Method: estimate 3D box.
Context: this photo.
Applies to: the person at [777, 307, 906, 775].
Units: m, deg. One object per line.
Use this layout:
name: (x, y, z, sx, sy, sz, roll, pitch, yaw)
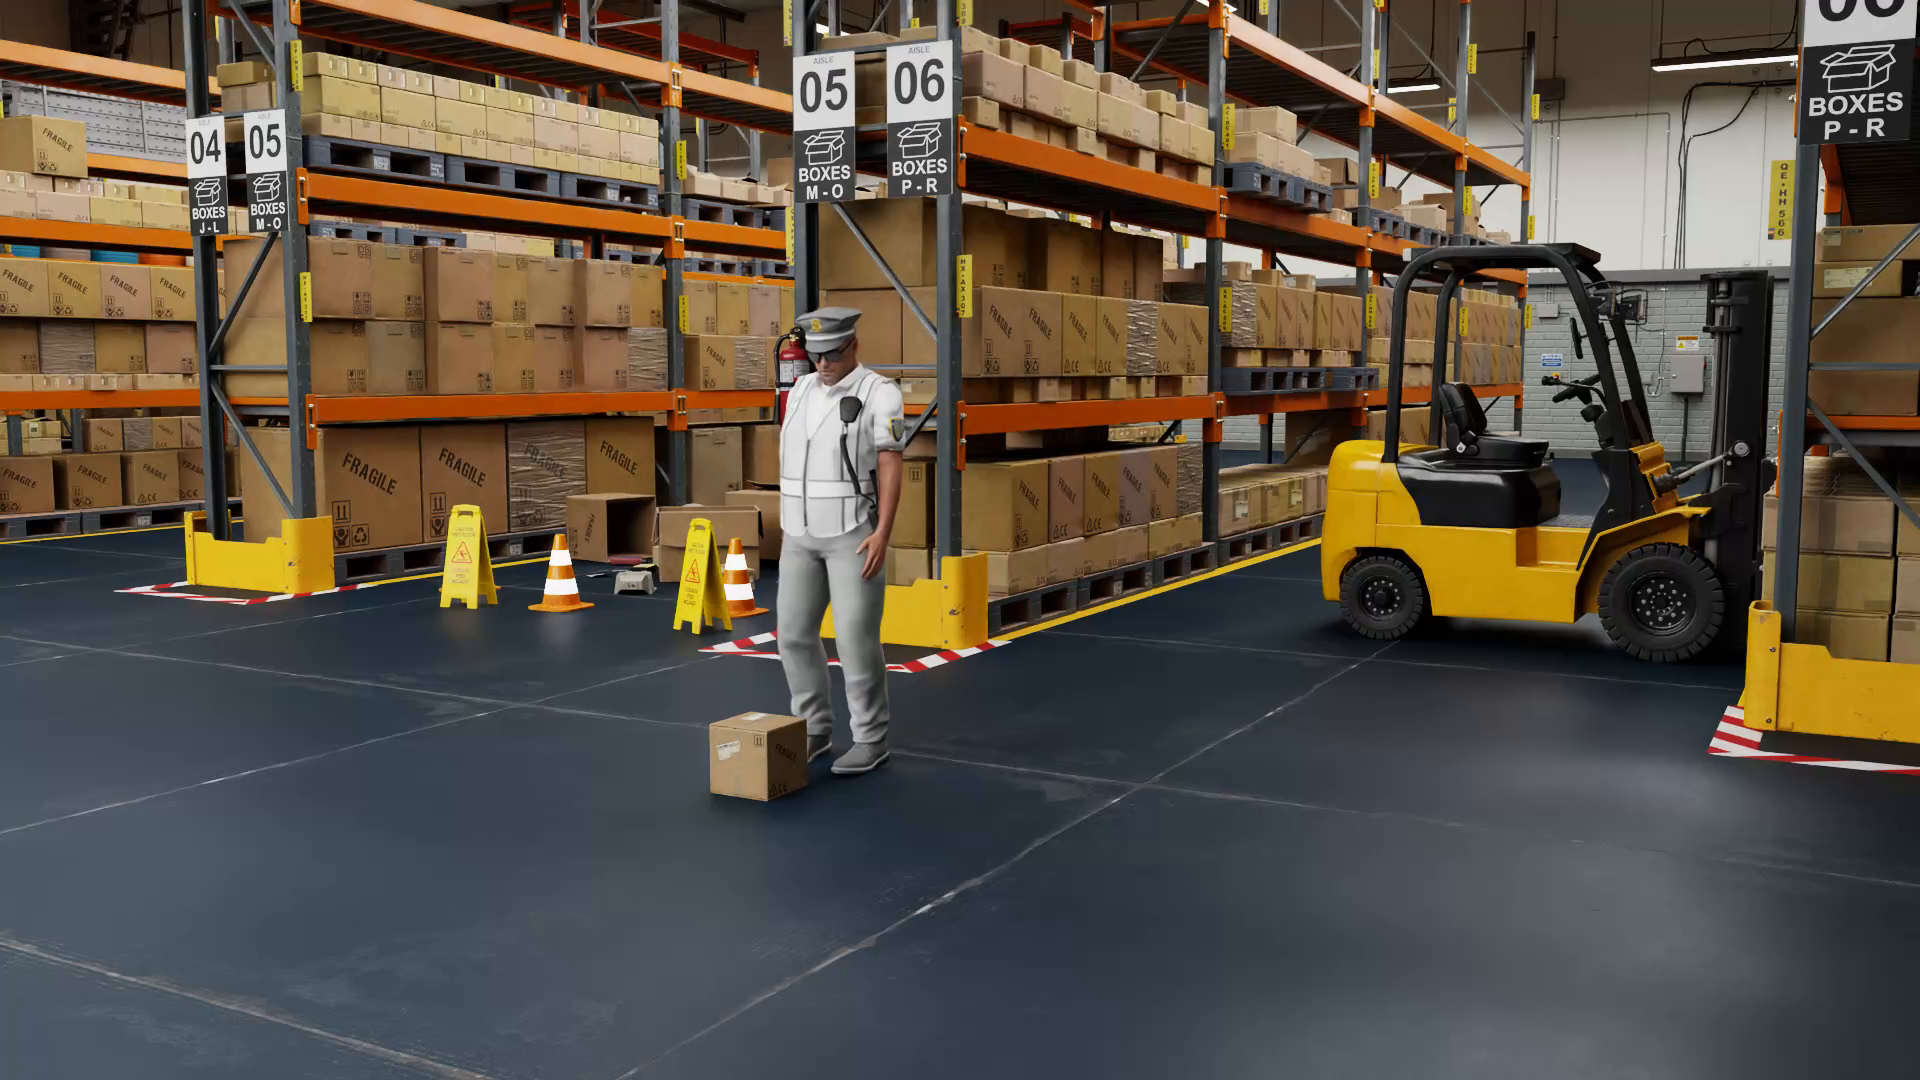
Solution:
person: (-0.453, -0.003, 6.278, 0.535, 1.738, 0.388, 3, 7, 30)
